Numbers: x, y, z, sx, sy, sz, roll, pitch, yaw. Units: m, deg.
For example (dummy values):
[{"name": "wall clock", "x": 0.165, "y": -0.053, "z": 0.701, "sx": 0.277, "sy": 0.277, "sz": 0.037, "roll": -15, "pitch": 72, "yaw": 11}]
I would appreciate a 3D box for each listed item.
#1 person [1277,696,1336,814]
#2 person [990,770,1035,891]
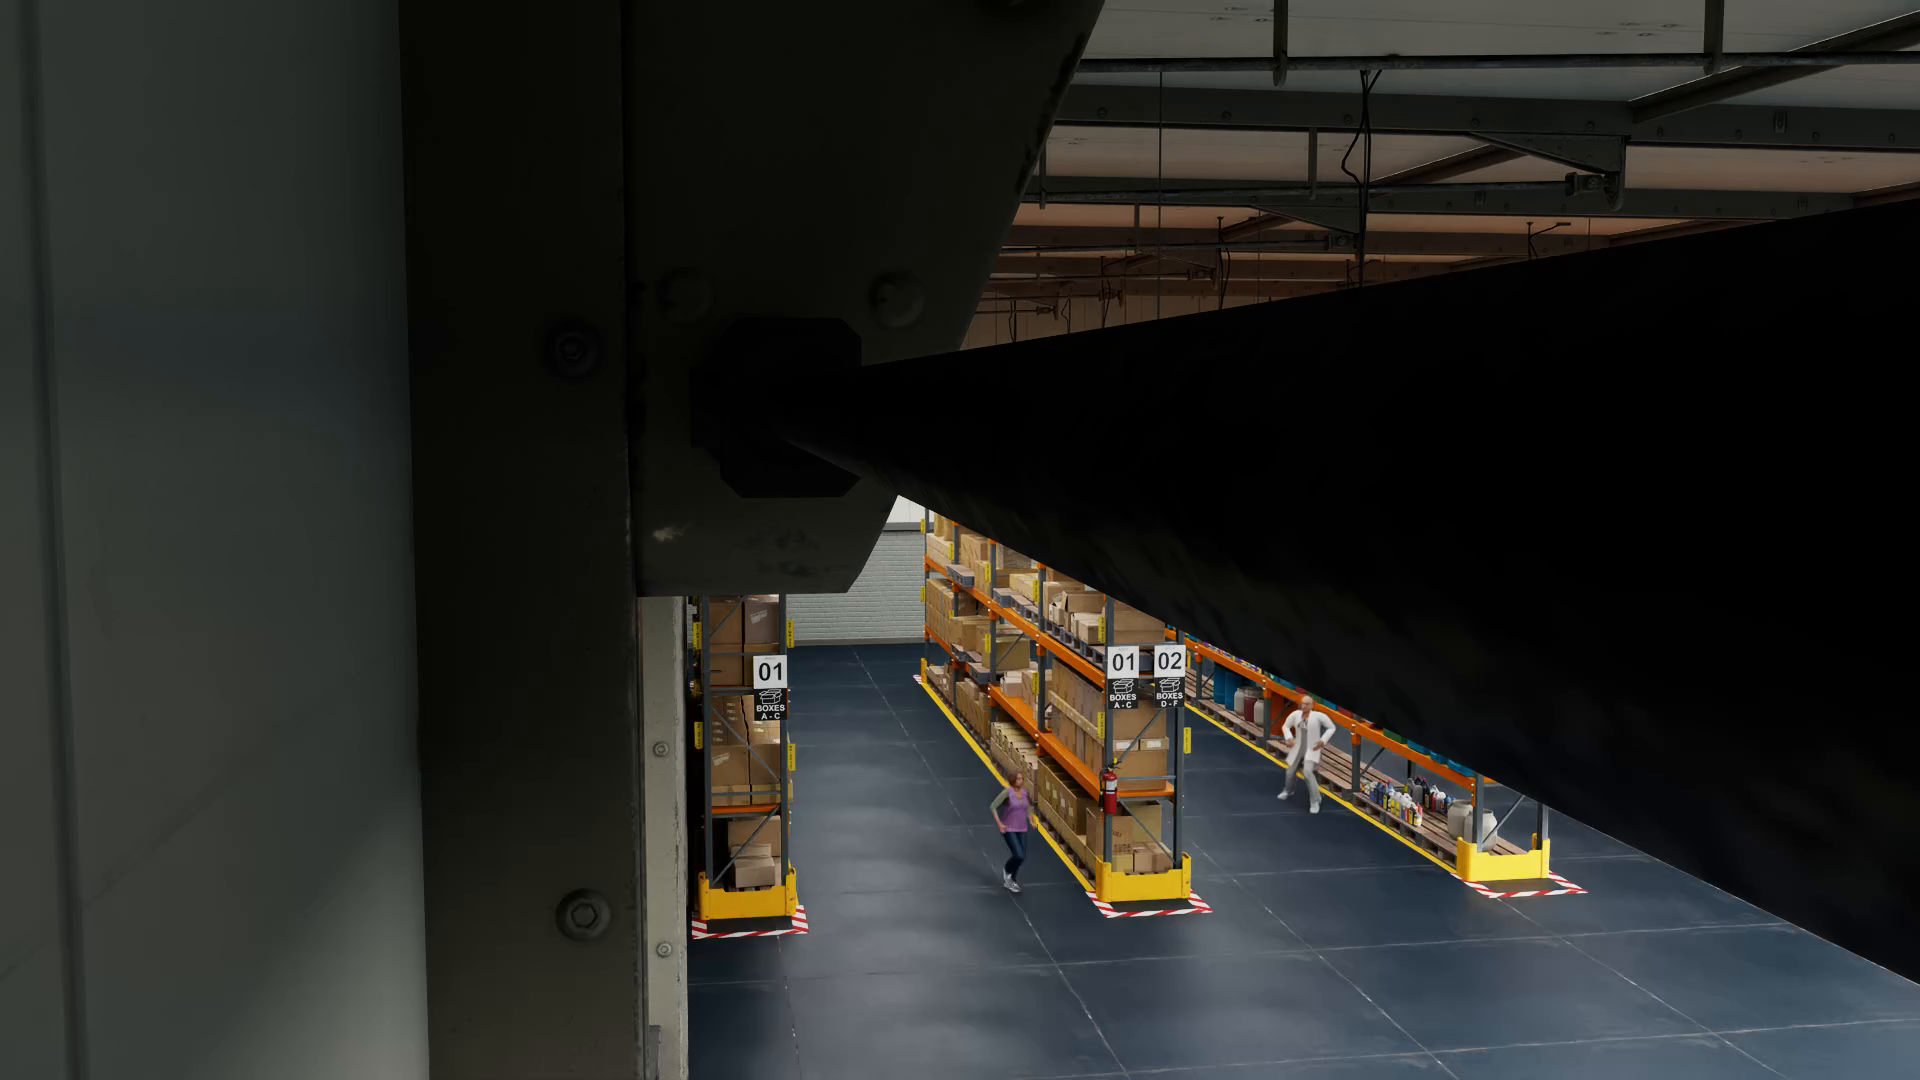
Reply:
[{"name": "person", "x": 5.280, "y": 3.243, "z": 25.455, "sx": 0.901, "sy": 1.762, "sz": 0.763, "roll": 3, "pitch": 6, "yaw": 29}, {"name": "person", "x": 0.708, "y": 3.701, "z": 21.088, "sx": 0.548, "sy": 1.561, "sz": 0.505, "roll": -3, "pitch": 6, "yaw": -33}]
